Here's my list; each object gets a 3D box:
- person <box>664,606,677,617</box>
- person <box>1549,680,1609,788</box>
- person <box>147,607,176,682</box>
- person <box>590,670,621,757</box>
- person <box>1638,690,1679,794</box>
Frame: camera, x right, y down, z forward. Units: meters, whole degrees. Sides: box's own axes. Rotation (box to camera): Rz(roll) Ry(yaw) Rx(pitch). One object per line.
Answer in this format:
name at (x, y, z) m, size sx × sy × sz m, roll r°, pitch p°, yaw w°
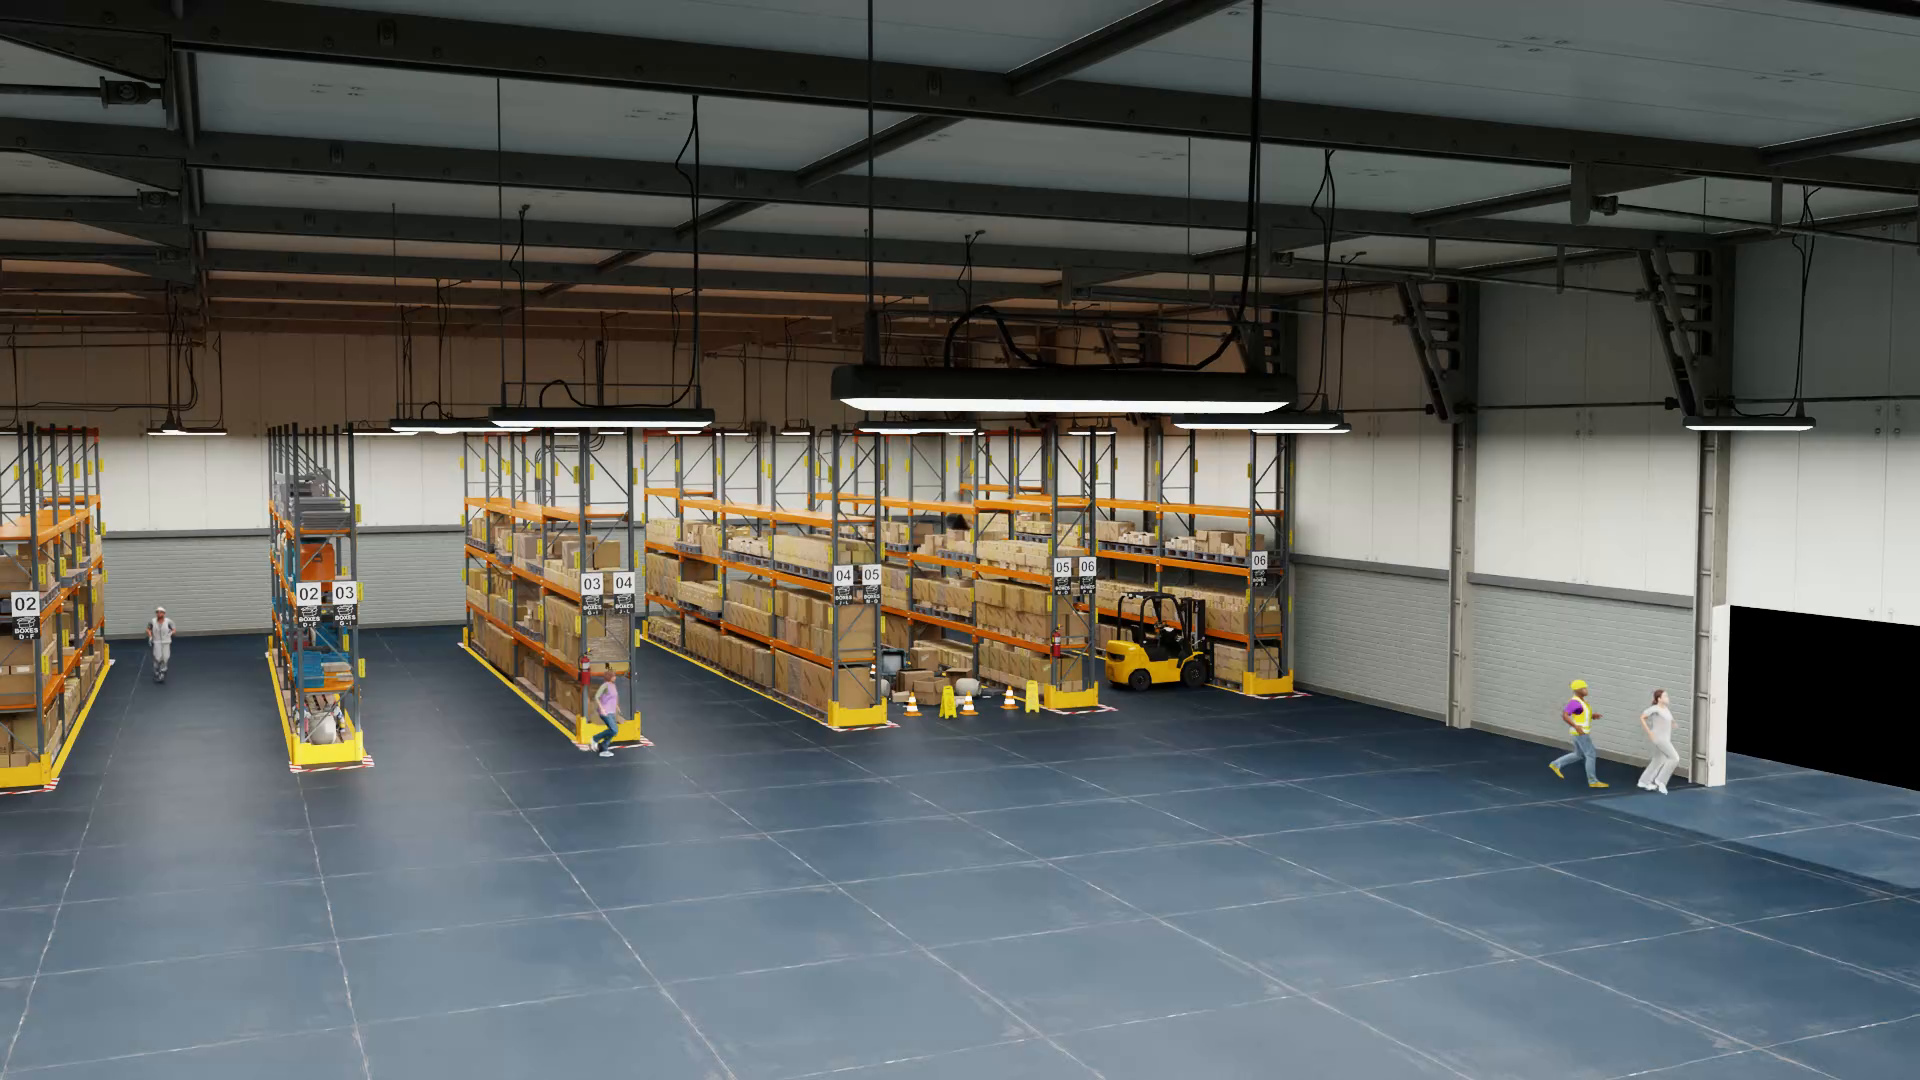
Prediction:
person at (-8.585, 1.883, 49.401) m, size 0.878 × 1.641 × 0.658 m, roll 1°, pitch 4°, yaw 23°
person at (10.172, 3.166, 27.300) m, size 0.954 × 1.748 × 0.711 m, roll 2°, pitch 4°, yaw 25°
person at (-18.725, 2.454, 39.021) m, size 0.624 × 1.770 × 0.667 m, roll -2°, pitch 4°, yaw -26°
person at (-6.388, 3.118, 29.979) m, size 0.515 × 1.550 × 0.552 m, roll 1°, pitch 4°, yaw 9°
person at (11.332, 3.258, 26.911) m, size 0.644 × 1.682 × 0.565 m, roll 3°, pitch 4°, yaw 38°
